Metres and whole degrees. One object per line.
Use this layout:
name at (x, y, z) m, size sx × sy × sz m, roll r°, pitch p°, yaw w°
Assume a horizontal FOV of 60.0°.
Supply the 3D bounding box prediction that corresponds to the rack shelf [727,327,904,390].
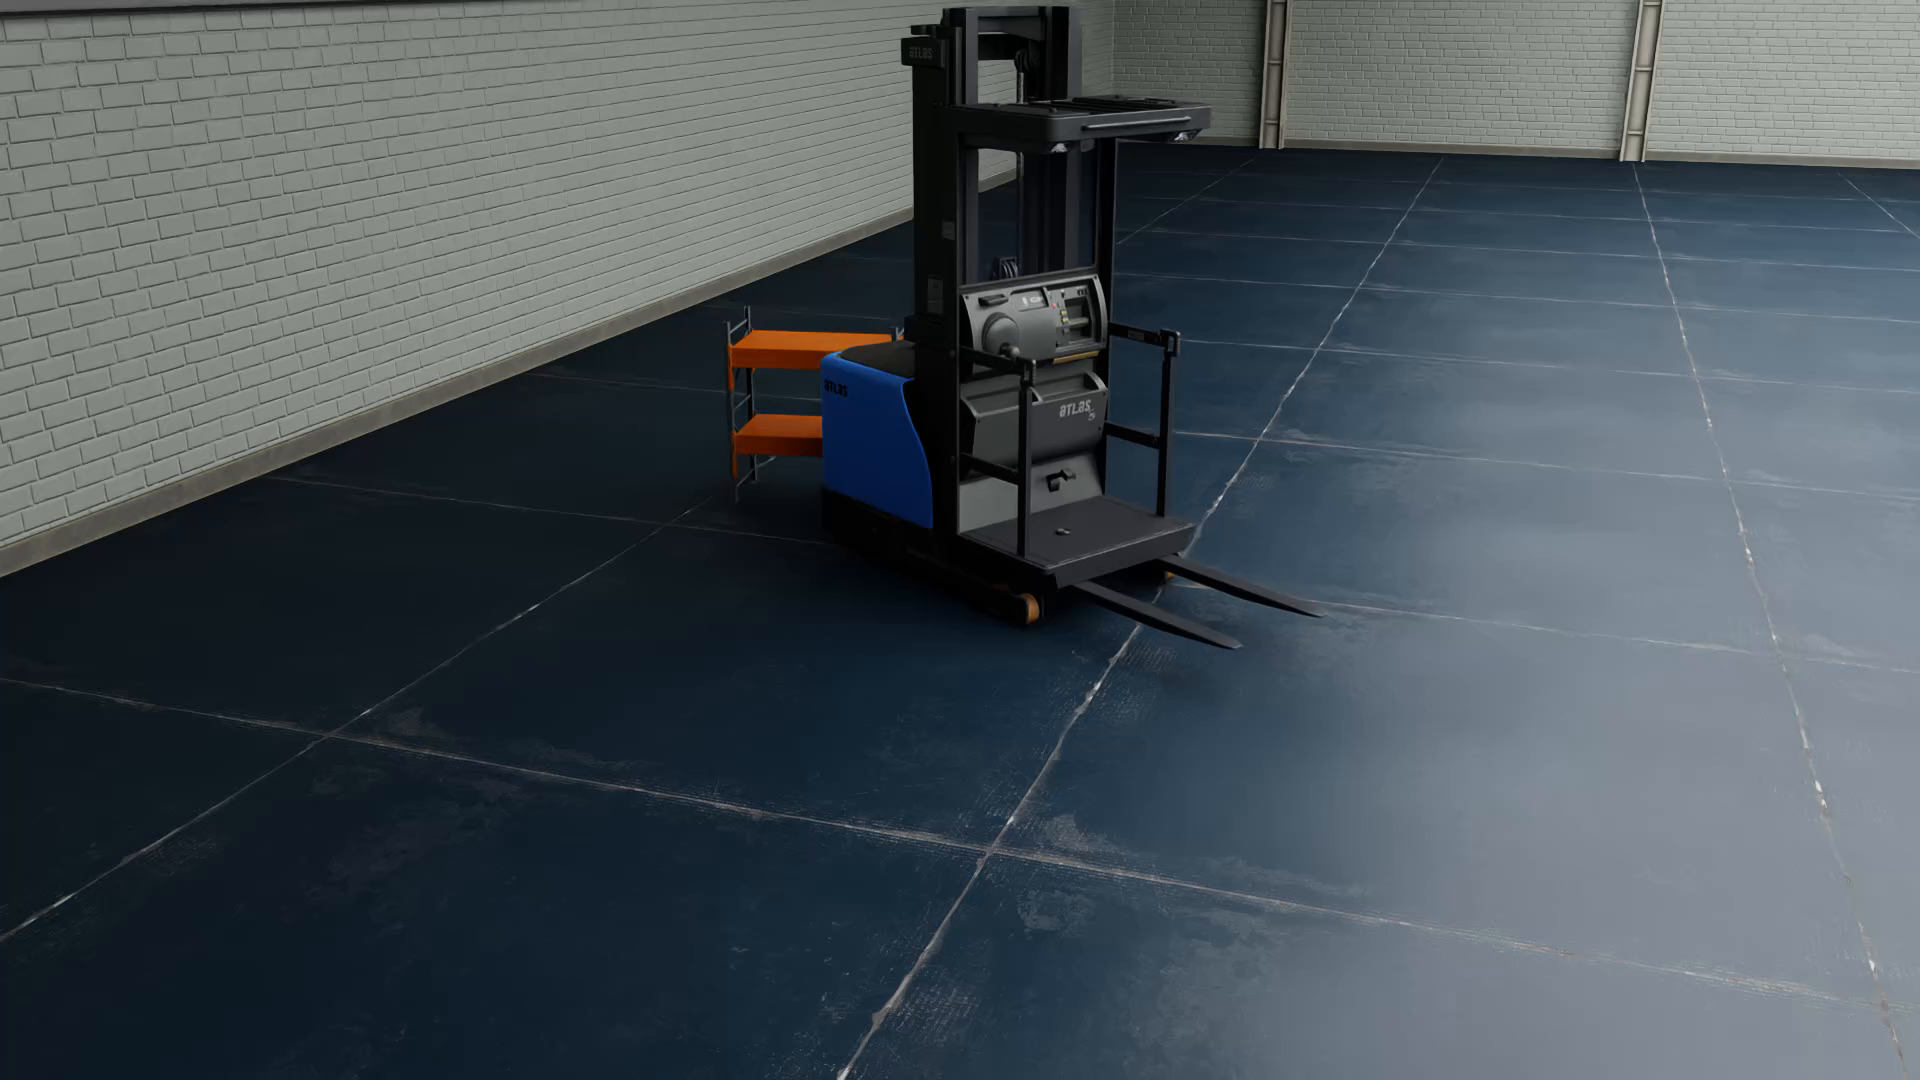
rack shelf at (-0.853, -1.091, 10.108) m, size 1.000 × 0.278 × 0.538 m, roll 3°, pitch 19°, yaw 8°

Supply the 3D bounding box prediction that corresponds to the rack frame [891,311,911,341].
rack frame at (-0.351, -0.790, 10.134) m, size 0.032 × 1.125 × 0.500 m, roll 3°, pitch 19°, yaw 8°

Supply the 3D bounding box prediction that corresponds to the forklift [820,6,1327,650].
forklift at (0.527, -1.138, 8.387) m, size 1.130 × 2.935 × 3.031 m, roll -15°, pitch 24°, yaw -37°

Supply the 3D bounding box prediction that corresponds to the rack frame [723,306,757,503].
rack frame at (-1.356, -0.839, 10.275) m, size 0.032 × 1.125 × 0.500 m, roll 3°, pitch 19°, yaw 8°

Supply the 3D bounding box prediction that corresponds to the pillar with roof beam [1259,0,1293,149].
pillar with roof beam at (4.133, -9.899, 24.303) m, size 0.400 × 9.000 × 9.100 m, roll 7°, pitch 20°, yaw 18°

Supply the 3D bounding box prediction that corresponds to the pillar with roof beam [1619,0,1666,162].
pillar with roof beam at (9.801, -9.251, 22.444) m, size 0.400 × 9.000 × 9.100 m, roll 7°, pitch 20°, yaw 18°

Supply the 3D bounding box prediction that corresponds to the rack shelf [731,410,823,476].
rack shelf at (-0.853, -0.584, 10.285) m, size 1.000 × 0.278 × 0.538 m, roll 3°, pitch 19°, yaw 8°

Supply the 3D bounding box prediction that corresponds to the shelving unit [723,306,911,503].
shelving unit at (-0.853, -0.815, 10.205) m, size 1.048 × 1.125 × 0.538 m, roll 3°, pitch 19°, yaw 8°
